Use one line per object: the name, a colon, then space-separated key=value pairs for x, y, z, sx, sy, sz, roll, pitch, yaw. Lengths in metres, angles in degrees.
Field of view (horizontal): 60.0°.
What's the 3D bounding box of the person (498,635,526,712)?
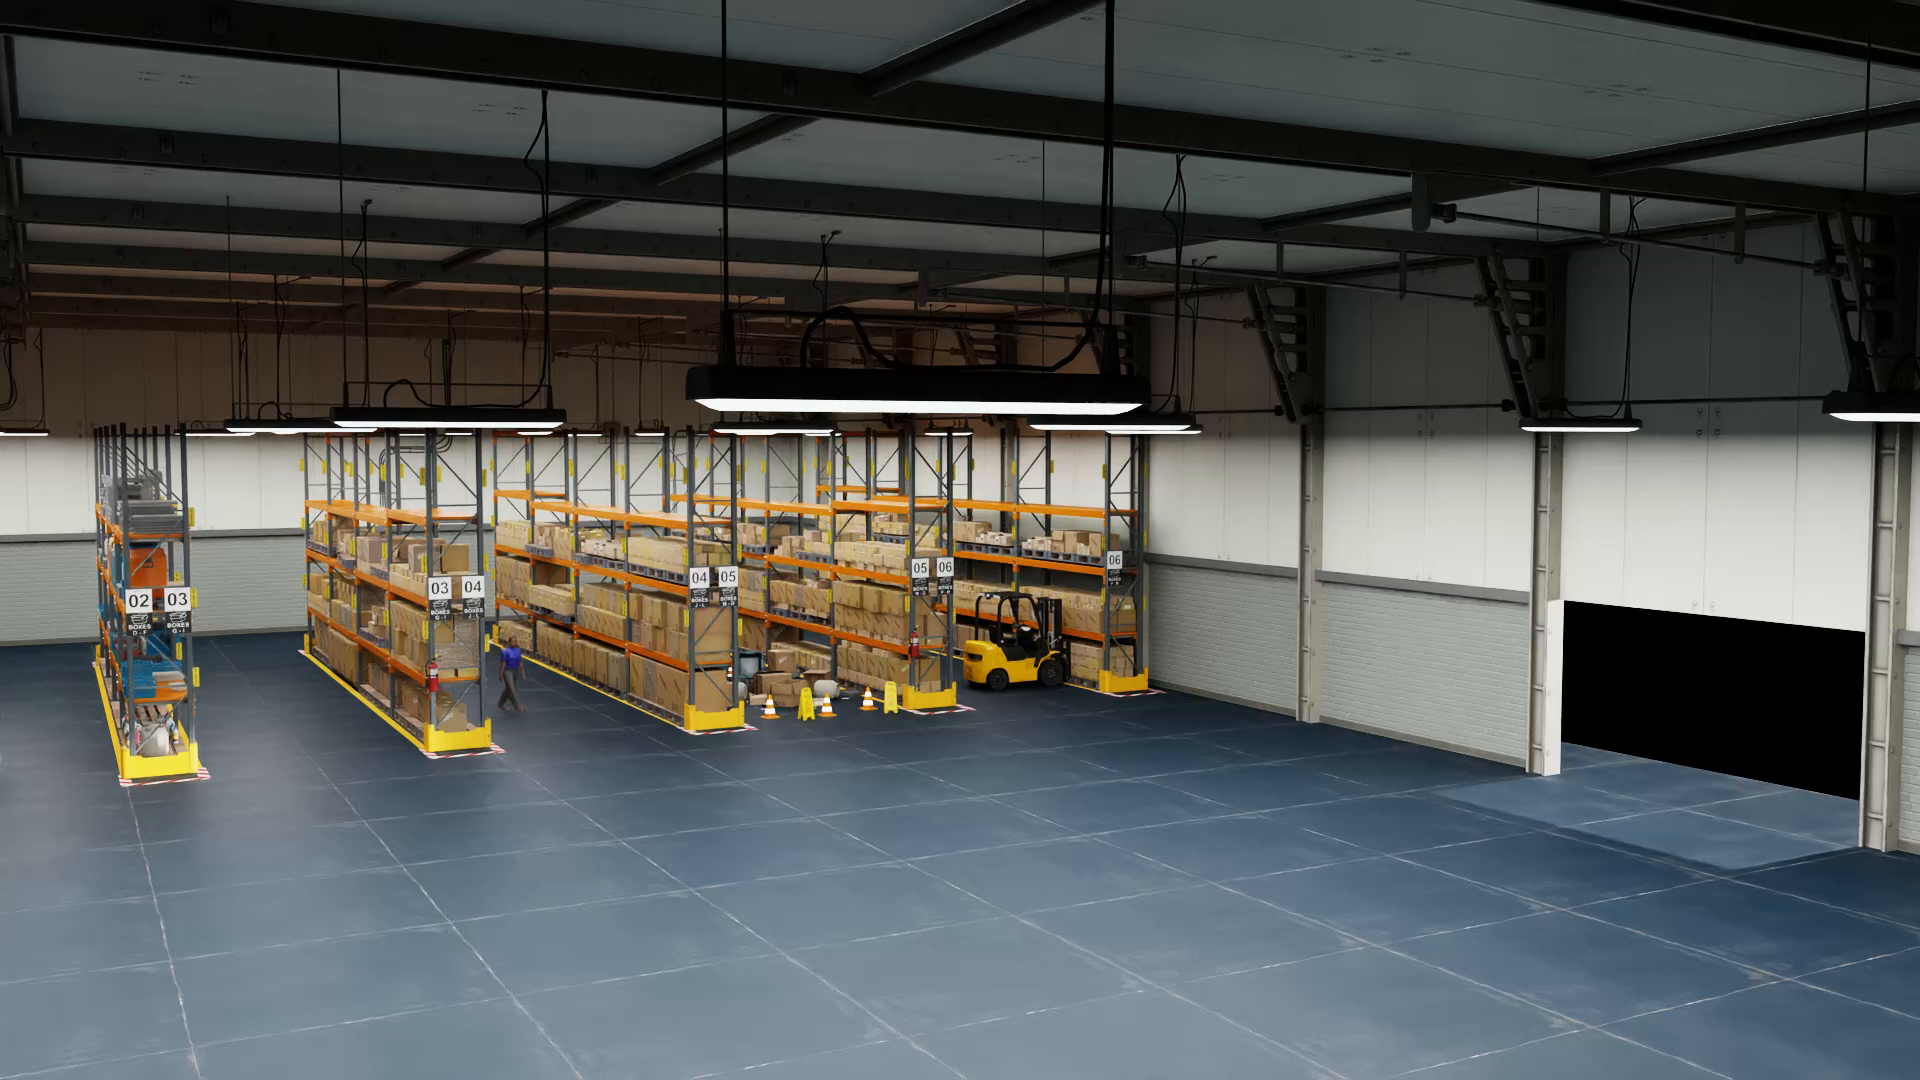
person: x=-9.336 y=2.792 z=34.740 sx=1.039 sy=1.597 sz=0.474 roll=2 pitch=4 yaw=30
